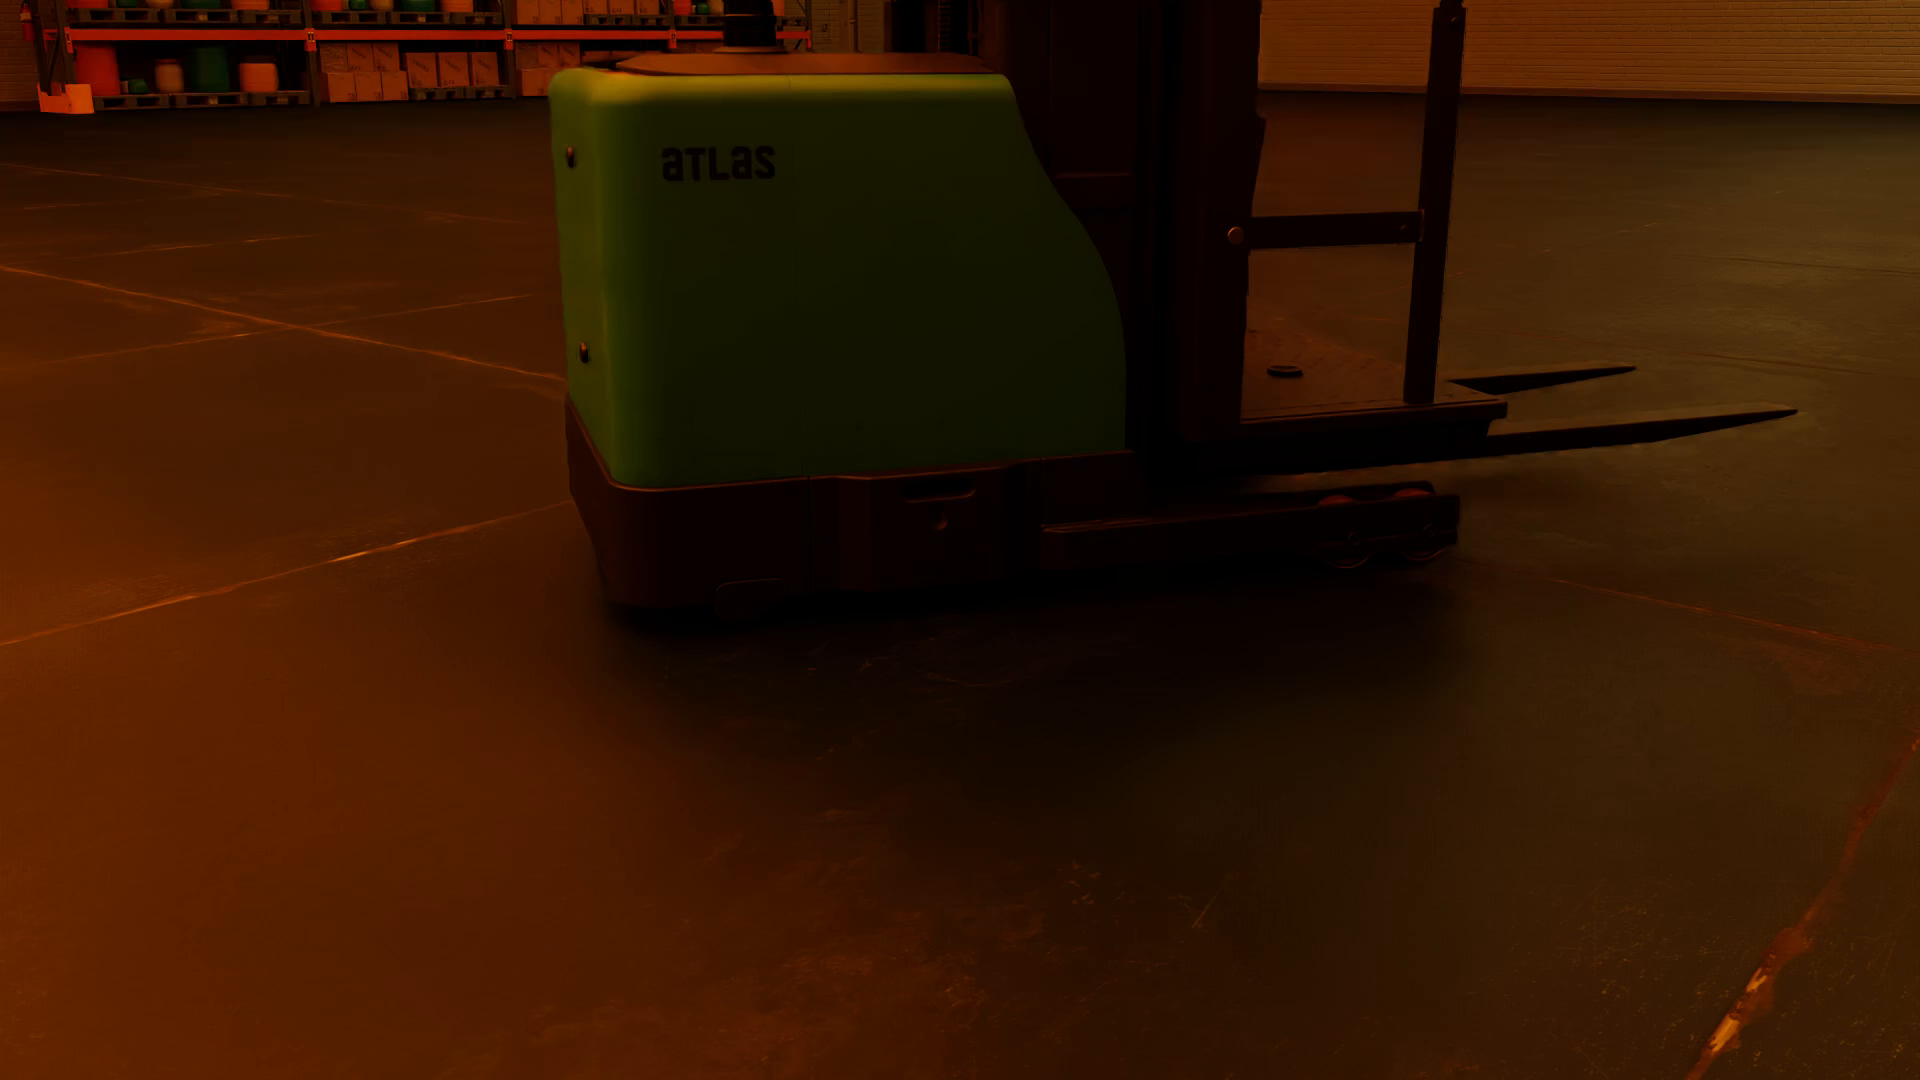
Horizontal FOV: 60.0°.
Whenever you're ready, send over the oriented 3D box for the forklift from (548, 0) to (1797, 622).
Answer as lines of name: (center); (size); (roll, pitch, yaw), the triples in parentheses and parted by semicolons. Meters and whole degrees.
forklift: (0.614, -1.475, 3.756); (3.031, 2.935, 1.130); (-6, 18, -18)
